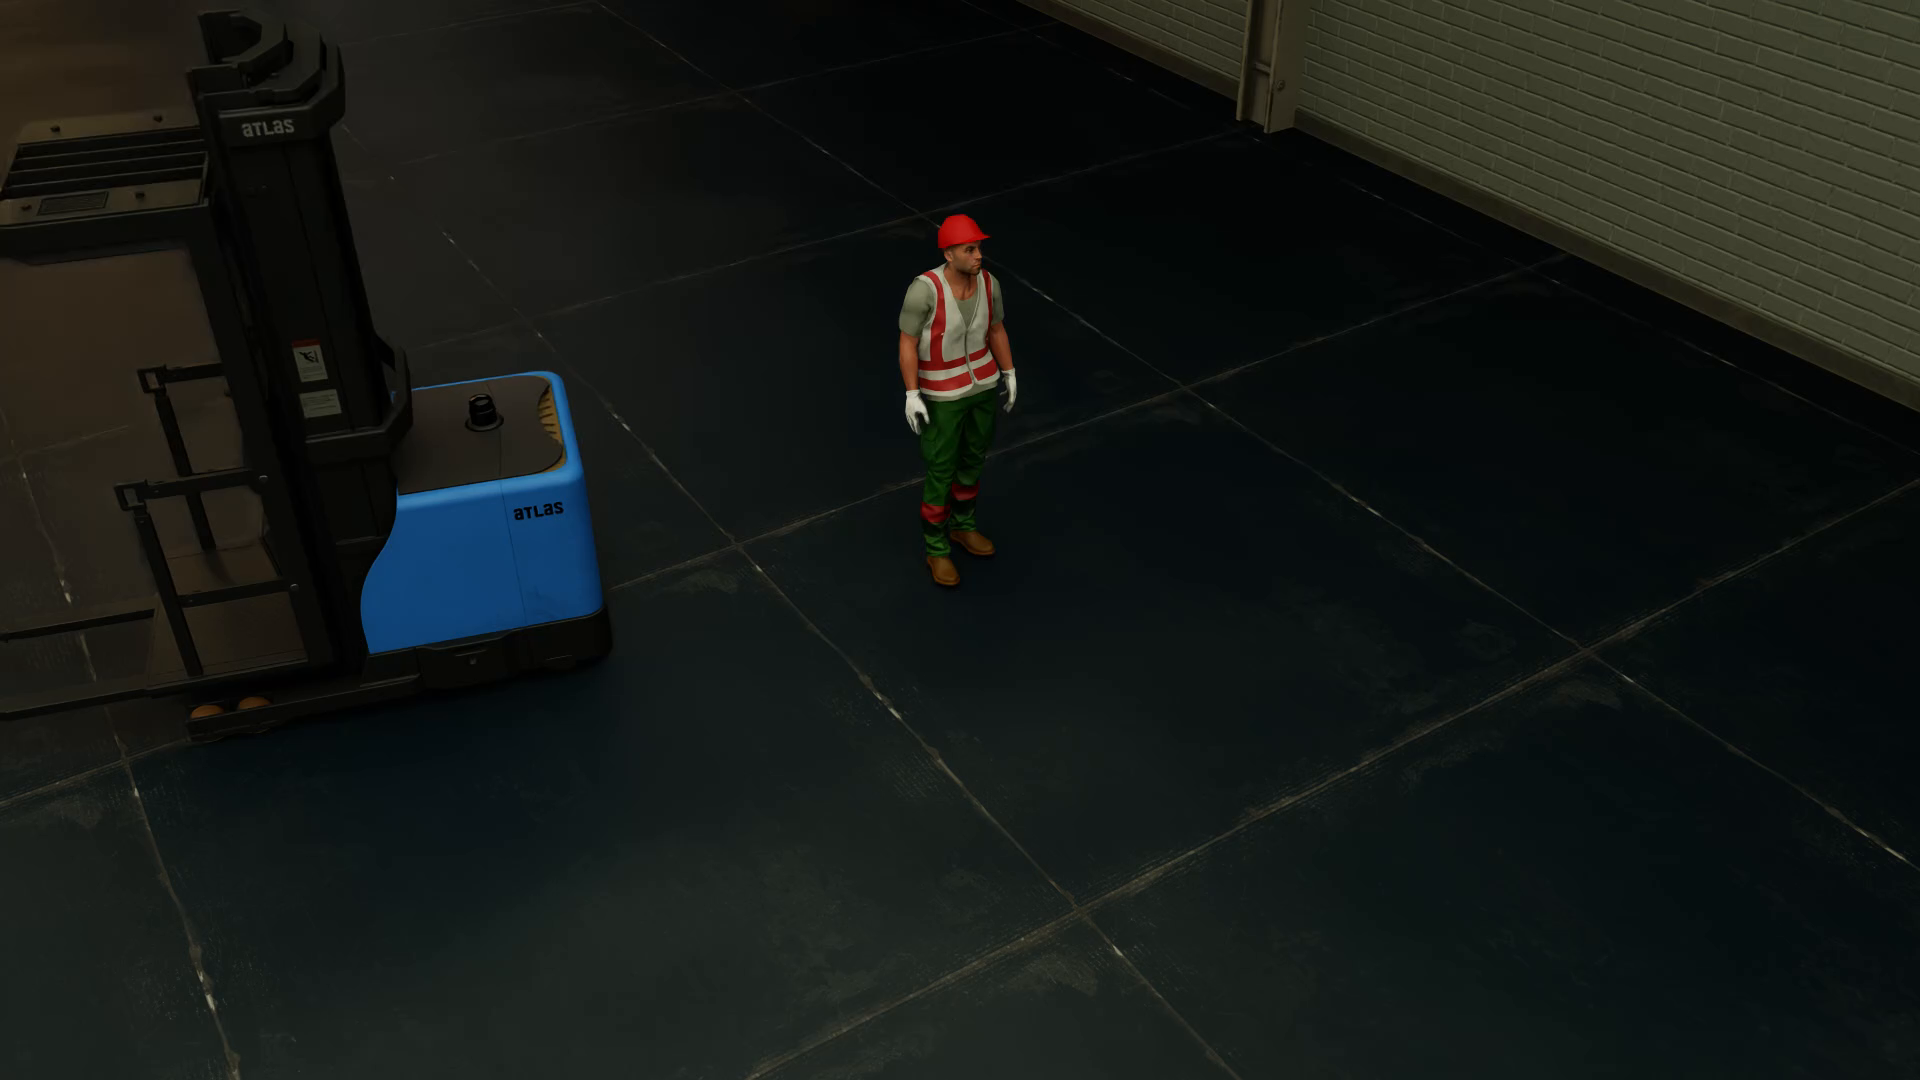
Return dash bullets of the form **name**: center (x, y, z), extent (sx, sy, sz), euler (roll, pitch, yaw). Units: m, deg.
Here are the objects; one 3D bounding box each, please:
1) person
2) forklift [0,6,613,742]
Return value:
- **person**: center (0.033, -0.696, 8.118), extent (0.637, 1.787, 0.564), euler (-21, 40, -27)
- **forklift**: center (-3.221, -0.639, 7.056), extent (3.031, 2.935, 1.130), euler (-10, 36, -14)
